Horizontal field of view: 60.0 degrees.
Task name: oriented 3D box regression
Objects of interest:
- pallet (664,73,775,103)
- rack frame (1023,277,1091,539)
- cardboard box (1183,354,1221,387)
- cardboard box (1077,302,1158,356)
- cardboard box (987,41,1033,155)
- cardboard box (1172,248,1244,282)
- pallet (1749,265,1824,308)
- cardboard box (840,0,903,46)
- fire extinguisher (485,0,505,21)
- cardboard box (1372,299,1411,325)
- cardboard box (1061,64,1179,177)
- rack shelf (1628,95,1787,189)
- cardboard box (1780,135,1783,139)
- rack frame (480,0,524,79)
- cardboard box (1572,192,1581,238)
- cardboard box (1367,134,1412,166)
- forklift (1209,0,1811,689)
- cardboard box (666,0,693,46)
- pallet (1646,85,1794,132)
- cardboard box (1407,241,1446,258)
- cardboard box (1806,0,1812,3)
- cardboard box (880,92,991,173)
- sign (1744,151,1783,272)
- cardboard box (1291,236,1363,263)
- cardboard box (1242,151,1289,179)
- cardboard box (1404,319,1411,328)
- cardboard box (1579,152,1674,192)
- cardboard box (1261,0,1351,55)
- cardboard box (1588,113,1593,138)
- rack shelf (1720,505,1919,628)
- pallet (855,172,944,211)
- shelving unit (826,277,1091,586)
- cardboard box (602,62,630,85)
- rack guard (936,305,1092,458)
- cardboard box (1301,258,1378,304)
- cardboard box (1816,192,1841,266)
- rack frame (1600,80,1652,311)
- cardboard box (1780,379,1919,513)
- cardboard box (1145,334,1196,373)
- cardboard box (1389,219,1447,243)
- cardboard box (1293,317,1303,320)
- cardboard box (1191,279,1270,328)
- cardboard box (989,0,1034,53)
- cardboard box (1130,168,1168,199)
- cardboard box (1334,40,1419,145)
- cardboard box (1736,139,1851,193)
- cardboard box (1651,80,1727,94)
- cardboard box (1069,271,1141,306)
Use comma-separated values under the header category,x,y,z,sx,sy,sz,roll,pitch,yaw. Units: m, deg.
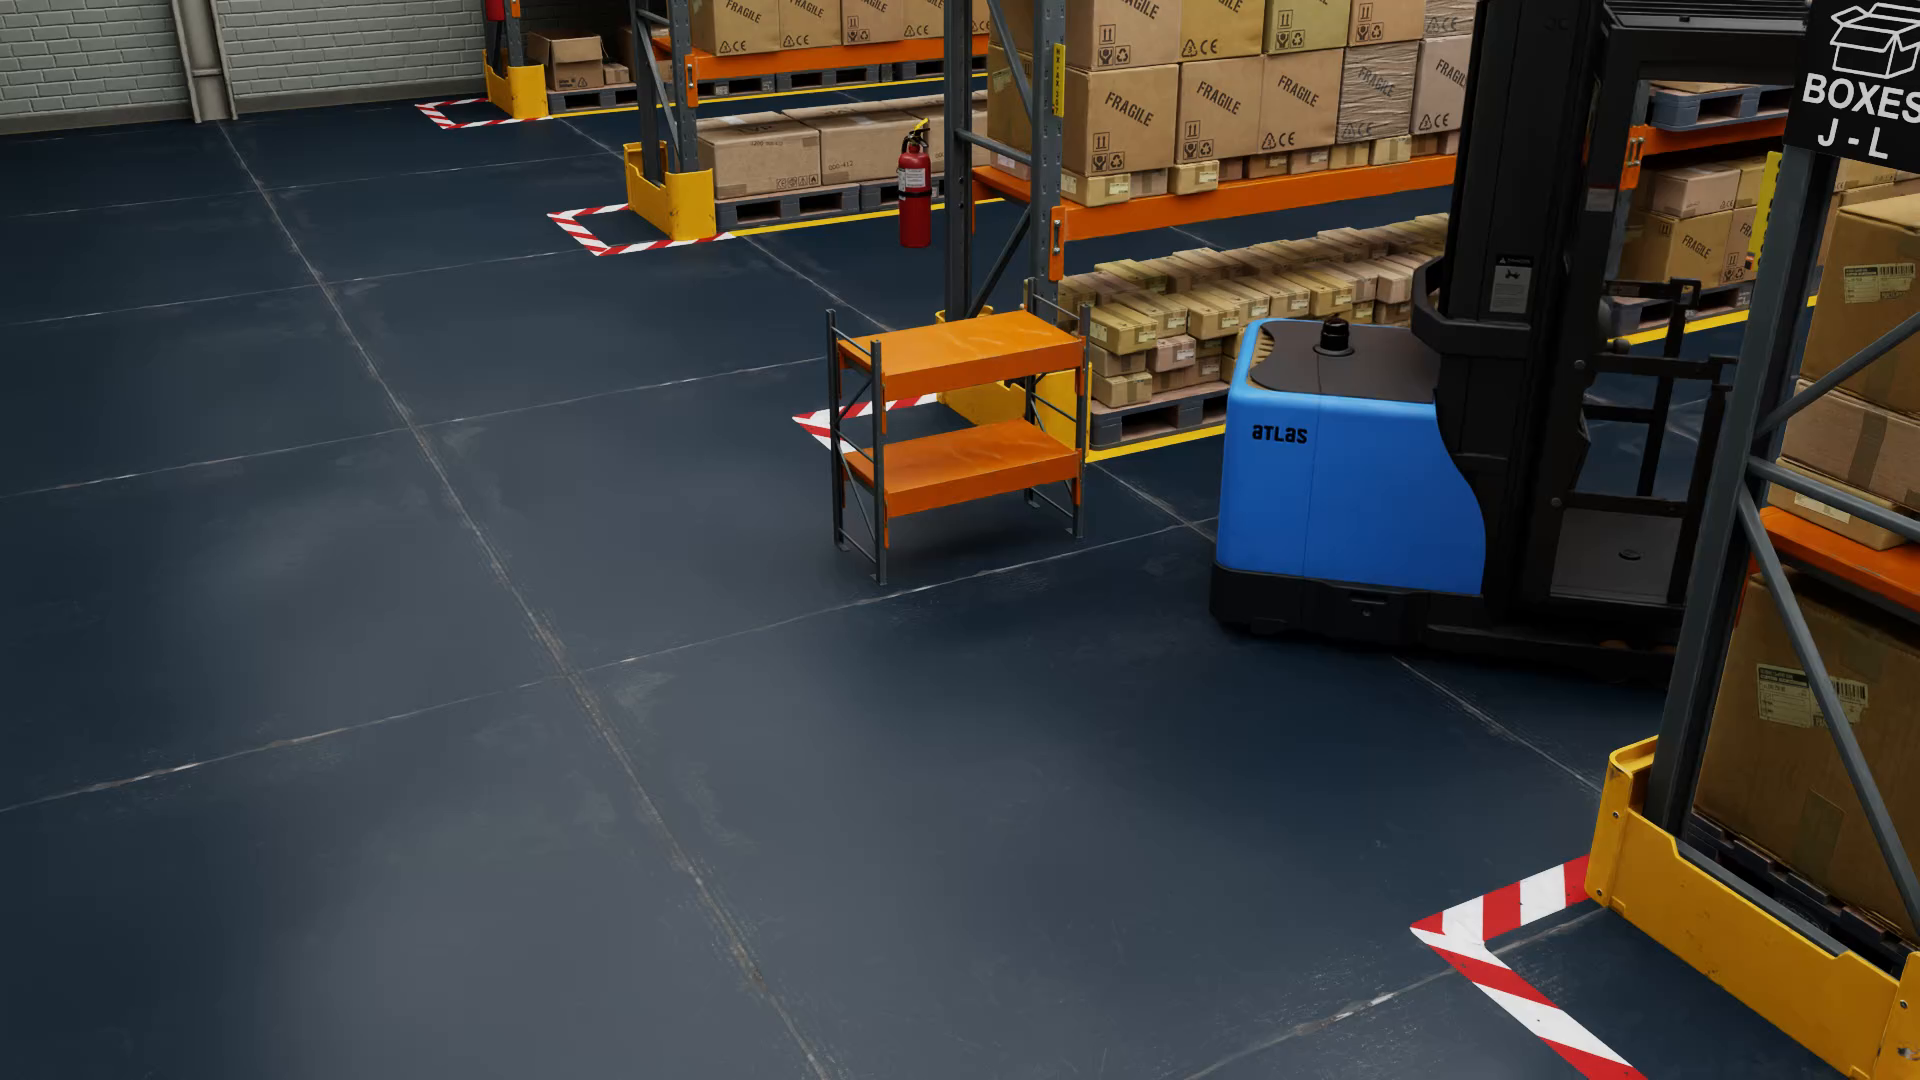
category,x,y,z,sx,sy,sz,roll,pitch,yaw
pallet,-2.710,-4.891,17.693,1.213,0.211,1.003,-13,29,-25
rack frame,0.443,-0.609,7.719,0.032,1.125,0.500,-13,29,-25
cardboard box,1.223,-0.985,9.144,0.250,0.149,0.380,-13,28,-25
cardboard box,0.824,-1.108,8.713,0.250,0.149,0.380,-14,29,-27
cardboard box,0.477,-2.327,8.672,0.500,0.500,0.500,-12,28,-24
cardboard box,1.436,-1.570,9.676,0.250,0.149,0.380,-12,28,-23
pallet,5.495,-1.925,11.516,1.213,0.211,1.003,-13,29,-25
cardboard box,-0.767,-4.072,12.650,0.500,0.500,0.500,-13,29,-25
fire extinguisher,-4.468,-5.314,15.872,0.183,0.674,0.296,-13,29,-25
cardboard box,2.413,-1.385,9.633,0.250,0.149,0.380,-14,29,-28
cardboard box,0.728,-2.123,8.248,0.500,0.500,0.500,-12,28,-23
rack shelf,5.496,-2.856,11.064,4.000,0.370,1.077,-13,29,-25
cardboard box,5.648,-2.741,11.530,0.500,0.250,0.500,-13,28,-25
rack frame,-4.556,-5.723,16.204,0.127,3.000,1.000,-13,29,-25
cardboard box,4.266,-2.082,11.024,0.500,0.500,0.500,-14,29,-26
cardboard box,2.244,-2.166,9.087,0.250,0.149,0.380,-12,28,-24
forklift,2.616,-0.990,6.427,3.031,2.935,1.130,6,26,12
cardboard box,-1.915,-4.073,12.651,0.500,0.500,0.500,-13,28,-25
pallet,4.474,-2.787,10.310,1.213,0.211,1.003,-13,29,-25
cardboard box,2.851,-1.630,9.800,0.250,0.149,0.380,-12,28,-23
cardboard box,4.987,-3.182,10.030,0.250,0.149,0.380,-13,29,-26
cardboard box,-0.081,-3.408,13.857,0.875,0.438,0.875,-14,29,-27
sign,2.204,-0.882,4.511,0.005,0.325,0.100,-13,29,-25
cardboard box,2.175,-1.681,9.907,0.250,0.149,0.380,-14,29,-27
cardboard box,1.525,-2.039,8.821,0.250,0.149,0.380,-13,29,-26
cardboard box,2.632,-1.256,9.710,0.250,0.149,0.380,-13,29,-25
cardboard box,4.270,-2.422,10.865,0.500,0.250,0.500,-14,29,-26
cardboard box,1.635,-2.781,8.462,0.500,0.500,0.500,-14,29,-26
cardboard box,3.413,-2.418,9.611,0.250,0.149,0.380,-14,29,-26
rack shelf,4.211,-0.127,5.379,4.000,0.370,1.077,-13,29,-25
pallet,-0.473,-3.011,13.777,1.213,0.211,1.003,-13,29,-25
shelving unit,-0.006,-0.506,7.504,1.048,1.125,0.538,-13,29,-25
cardboard box,-3.578,-4.787,17.064,0.250,0.149,0.380,-14,29,-27
rack guard,0.269,-0.847,8.936,0.348,0.500,1.175,-13,29,-25
cardboard box,2.153,-1.471,9.469,0.250,0.149,0.380,-13,29,-25
cardboard box,5.430,-2.105,11.071,0.500,0.500,0.500,-12,28,-24
rack frame,3.731,-2.773,10.060,0.127,3.000,1.000,-13,29,-25
cardboard box,2.749,-0.310,4.760,0.500,0.250,0.500,-13,29,-26
cardboard box,1.053,-1.039,8.914,0.250,0.149,0.380,-13,29,-25
cardboard box,2.859,-1.850,10.260,0.250,0.149,0.380,-13,29,-26
cardboard box,1.694,-1.224,9.299,0.250,0.149,0.380,-14,29,-28
cardboard box,1.473,-1.294,9.101,0.250,0.149,0.380,-15,29,-28
cardboard box,0.489,-2.776,8.453,0.500,0.500,0.500,-14,29,-26
cardboard box,0.847,-1.854,8.435,0.250,0.149,0.380,-12,28,-23
cardboard box,2.073,-2.443,8.914,0.500,0.500,0.500,-14,29,-26
cardboard box,5.428,-2.435,10.892,0.500,0.250,0.500,-12,28,-23
cardboard box,4.295,-2.754,9.825,0.250,0.149,0.380,-14,29,-28
cardboard box,0.798,-1.365,9.248,0.250,0.149,0.380,-12,28,-24
